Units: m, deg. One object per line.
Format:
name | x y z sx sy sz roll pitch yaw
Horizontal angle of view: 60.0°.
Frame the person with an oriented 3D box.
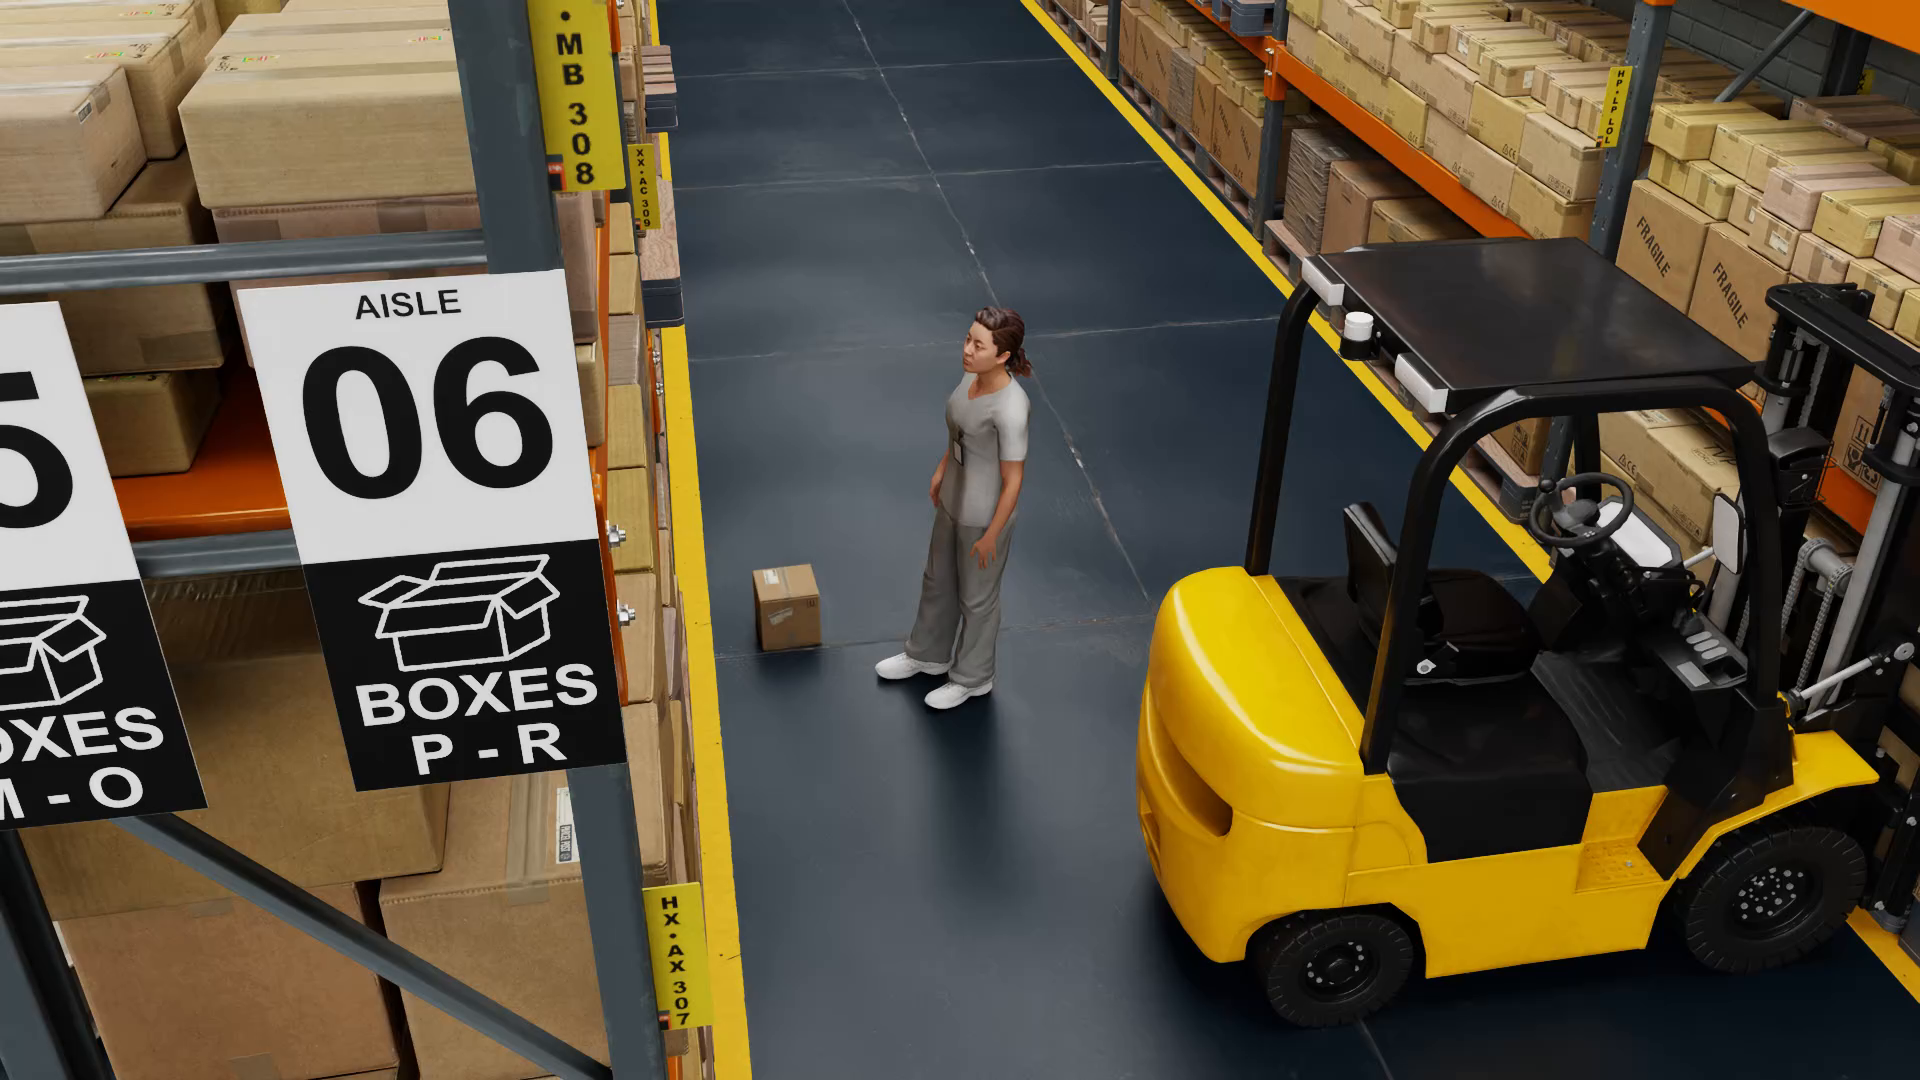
person | -0.005 -0.101 6.284 0.548 1.673 0.550 -12 33 -19
